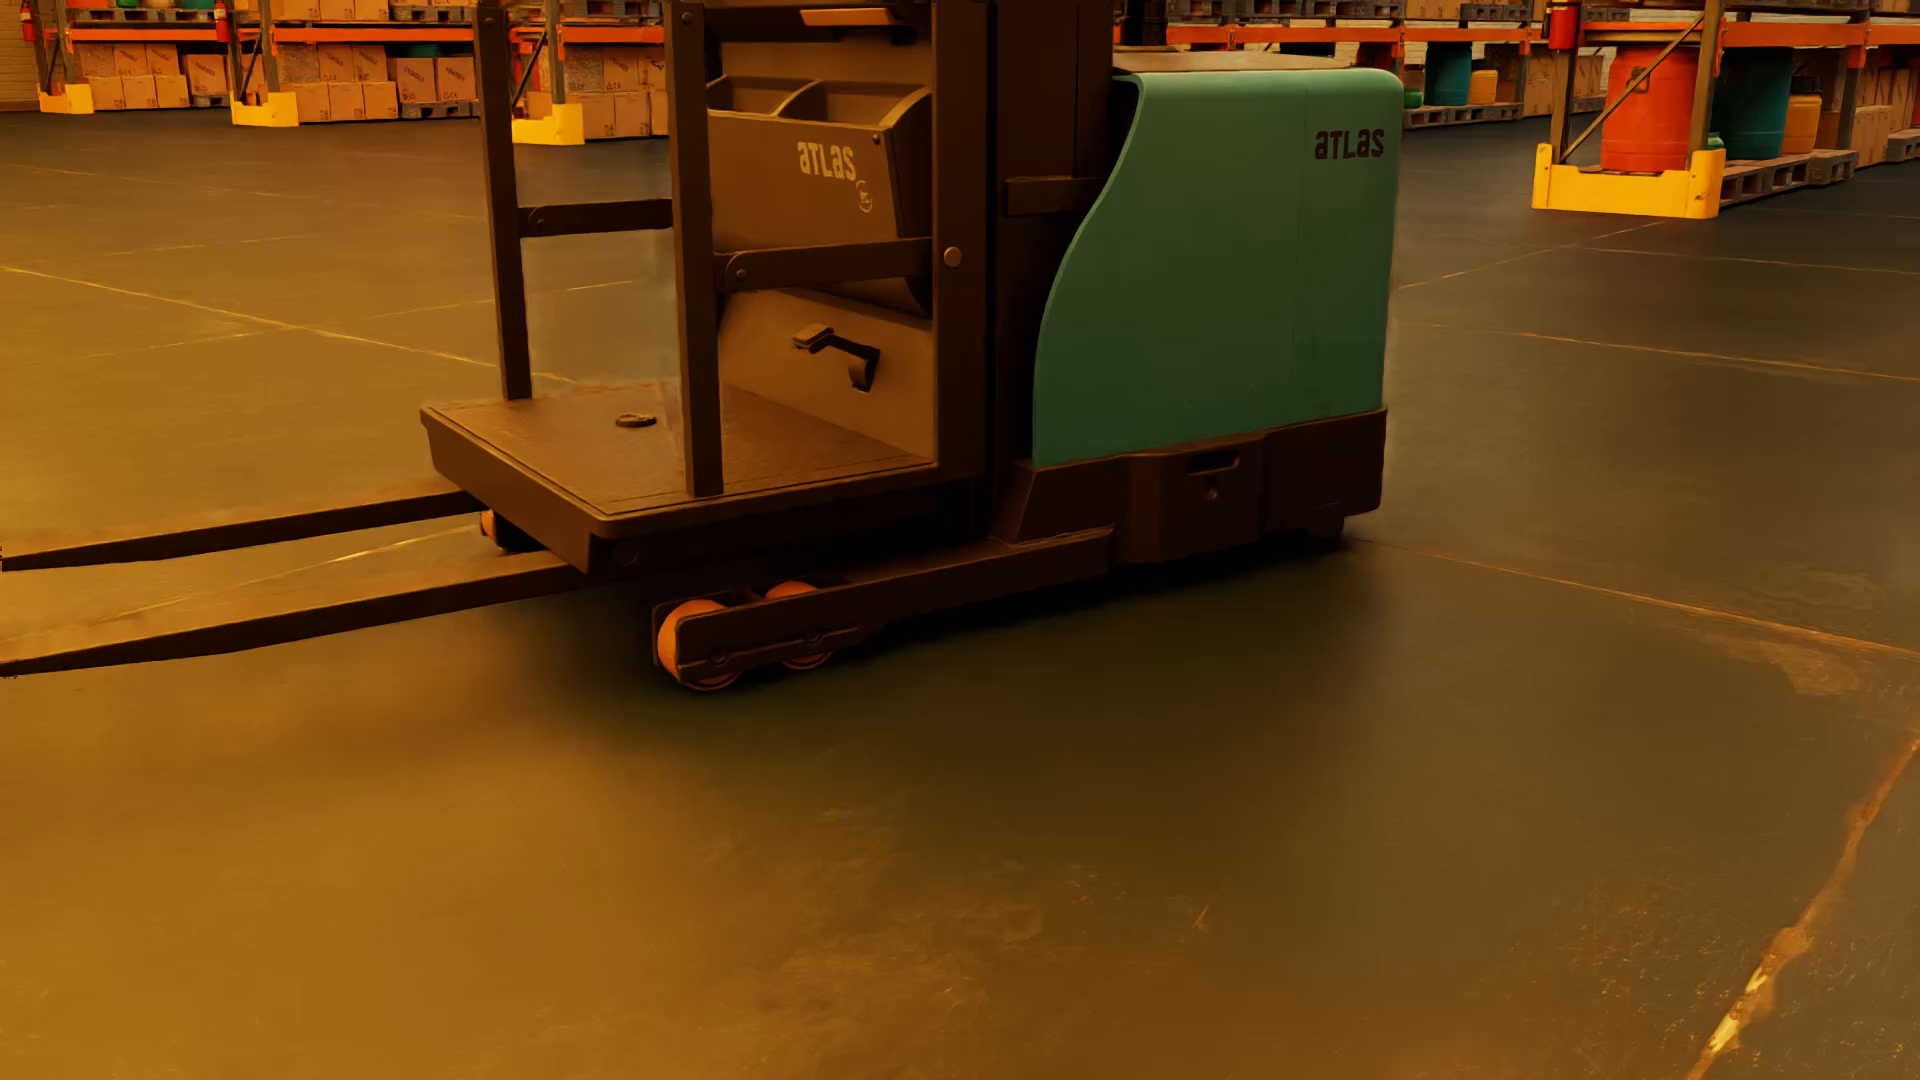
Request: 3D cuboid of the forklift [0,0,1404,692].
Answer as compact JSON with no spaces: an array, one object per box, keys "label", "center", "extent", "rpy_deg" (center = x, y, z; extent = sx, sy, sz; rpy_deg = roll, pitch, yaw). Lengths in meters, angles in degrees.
[{"label":"forklift","center":[-0.507,-1.300,3.180],"extent":[3.031,2.935,1.130],"rpy_deg":[-11,20,-32]}]
